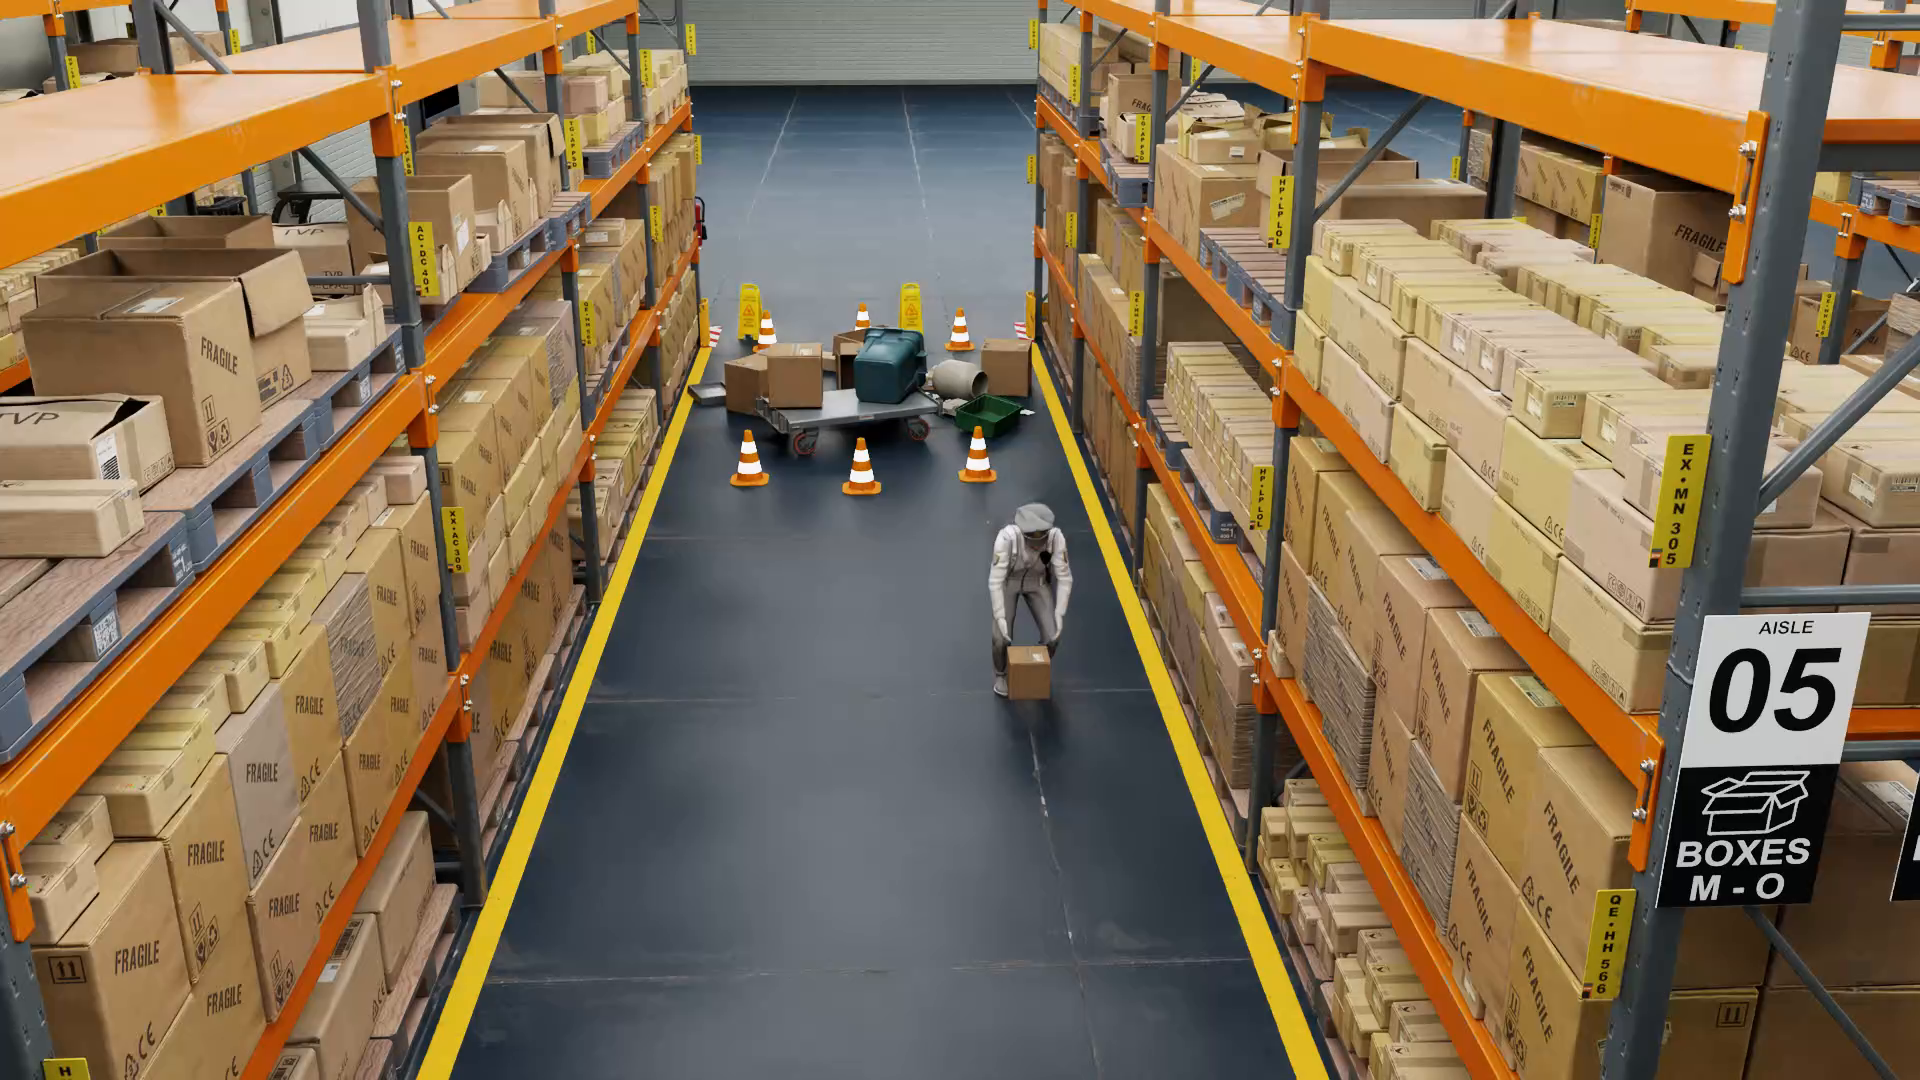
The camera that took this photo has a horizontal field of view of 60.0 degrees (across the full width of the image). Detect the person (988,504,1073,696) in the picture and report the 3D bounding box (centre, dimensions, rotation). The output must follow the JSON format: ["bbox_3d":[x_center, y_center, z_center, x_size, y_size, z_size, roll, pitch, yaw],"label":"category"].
[{"bbox_3d":[0.441,0.361,10.574,0.535,1.349,0.723,-1,21,-3],"label":"person"}]
